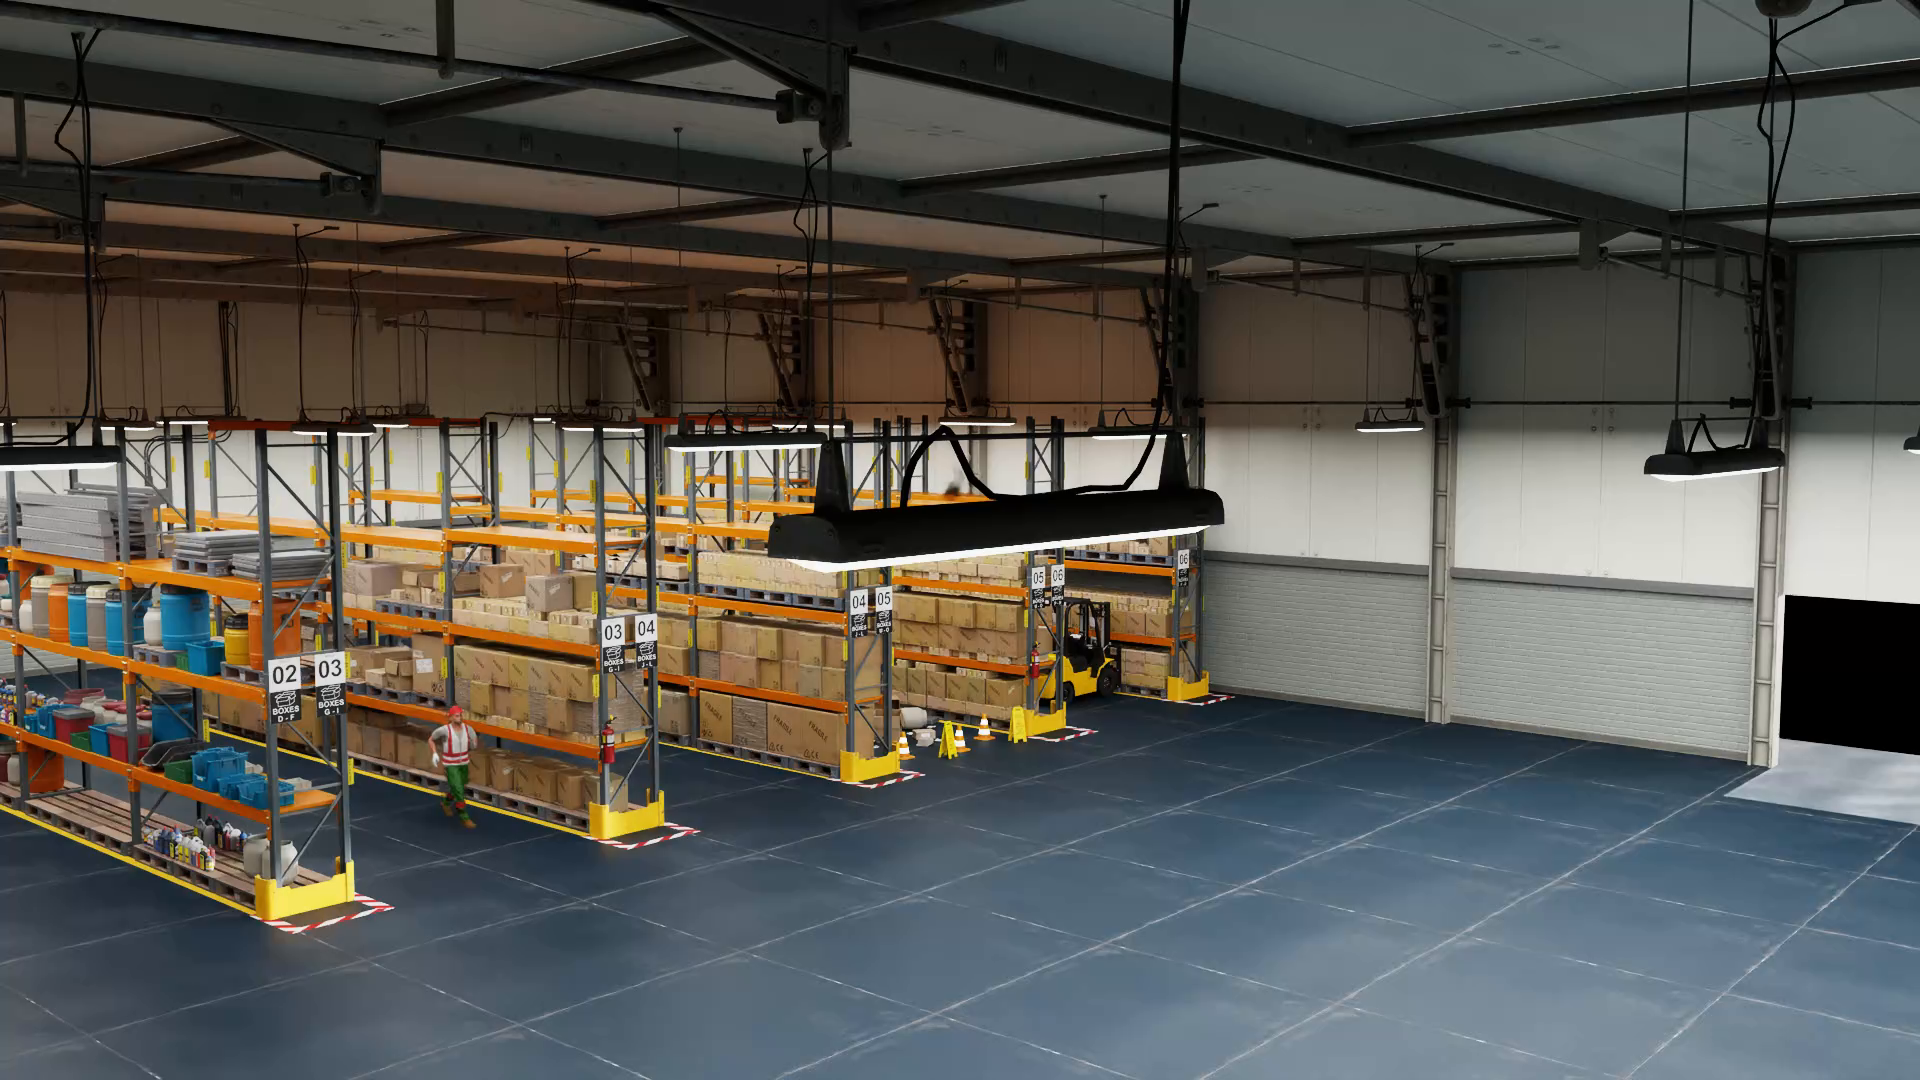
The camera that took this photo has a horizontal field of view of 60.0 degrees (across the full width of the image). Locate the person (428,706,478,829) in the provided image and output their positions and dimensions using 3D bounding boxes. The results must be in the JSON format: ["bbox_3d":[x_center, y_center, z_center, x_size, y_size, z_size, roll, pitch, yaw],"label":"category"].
[{"bbox_3d":[-7.515,3.342,24.785,1.004,1.777,0.663,4,6,42],"label":"person"}]

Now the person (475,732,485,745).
[{"bbox_3d":[-8.920,2.923,30.617,0.601,1.738,0.658,3,6,32],"label":"person"}]

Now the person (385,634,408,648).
[{"bbox_3d":[-13.568,2.174,39.839,0.890,1.662,0.643,0,5,1],"label":"person"}]
